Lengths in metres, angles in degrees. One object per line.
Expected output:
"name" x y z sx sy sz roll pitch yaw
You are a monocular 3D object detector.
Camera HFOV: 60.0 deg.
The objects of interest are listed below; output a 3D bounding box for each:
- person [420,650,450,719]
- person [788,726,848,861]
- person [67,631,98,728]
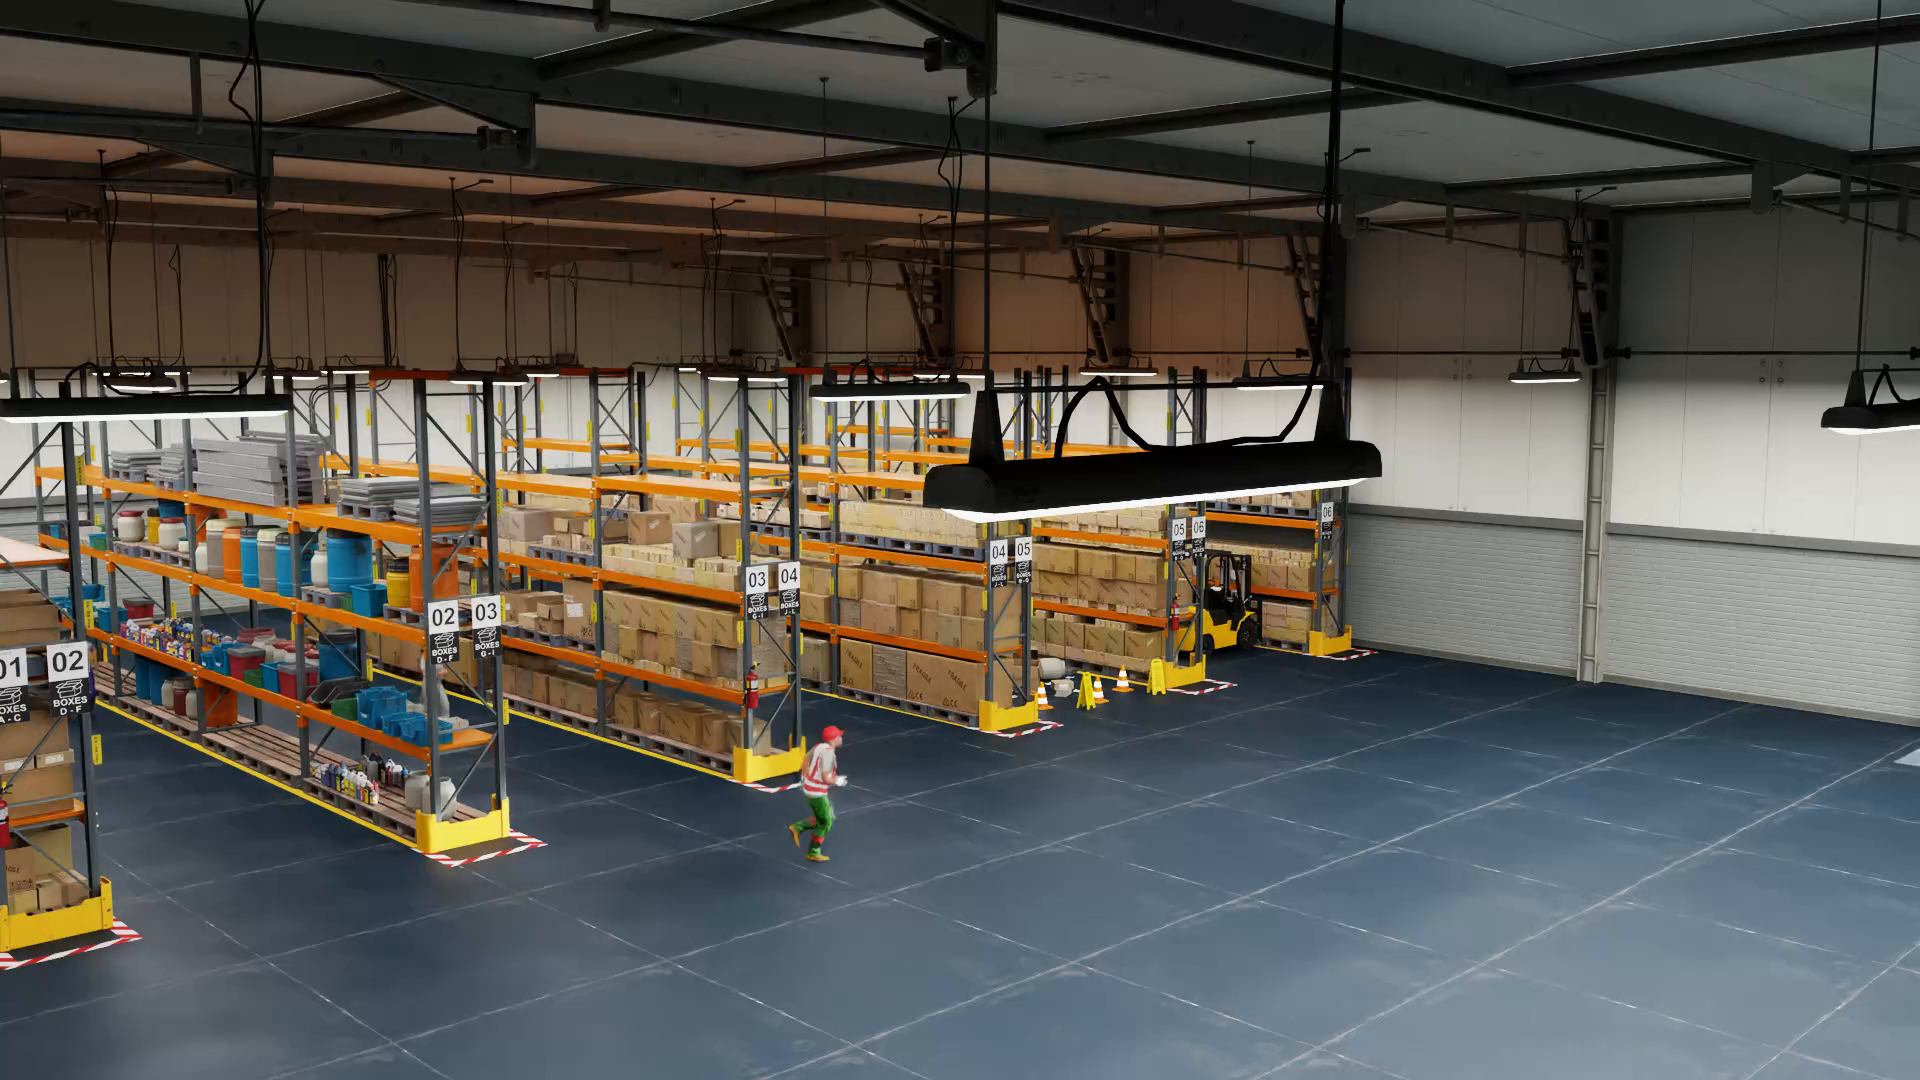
"person" -8.614 2.426 27.087 0.877 1.696 0.543 3 7 27
"person" -1.766 3.127 20.673 0.739 1.644 0.645 -1 7 -11
"person" -14.941 2.342 28.235 0.608 1.684 0.866 -5 8 -38
